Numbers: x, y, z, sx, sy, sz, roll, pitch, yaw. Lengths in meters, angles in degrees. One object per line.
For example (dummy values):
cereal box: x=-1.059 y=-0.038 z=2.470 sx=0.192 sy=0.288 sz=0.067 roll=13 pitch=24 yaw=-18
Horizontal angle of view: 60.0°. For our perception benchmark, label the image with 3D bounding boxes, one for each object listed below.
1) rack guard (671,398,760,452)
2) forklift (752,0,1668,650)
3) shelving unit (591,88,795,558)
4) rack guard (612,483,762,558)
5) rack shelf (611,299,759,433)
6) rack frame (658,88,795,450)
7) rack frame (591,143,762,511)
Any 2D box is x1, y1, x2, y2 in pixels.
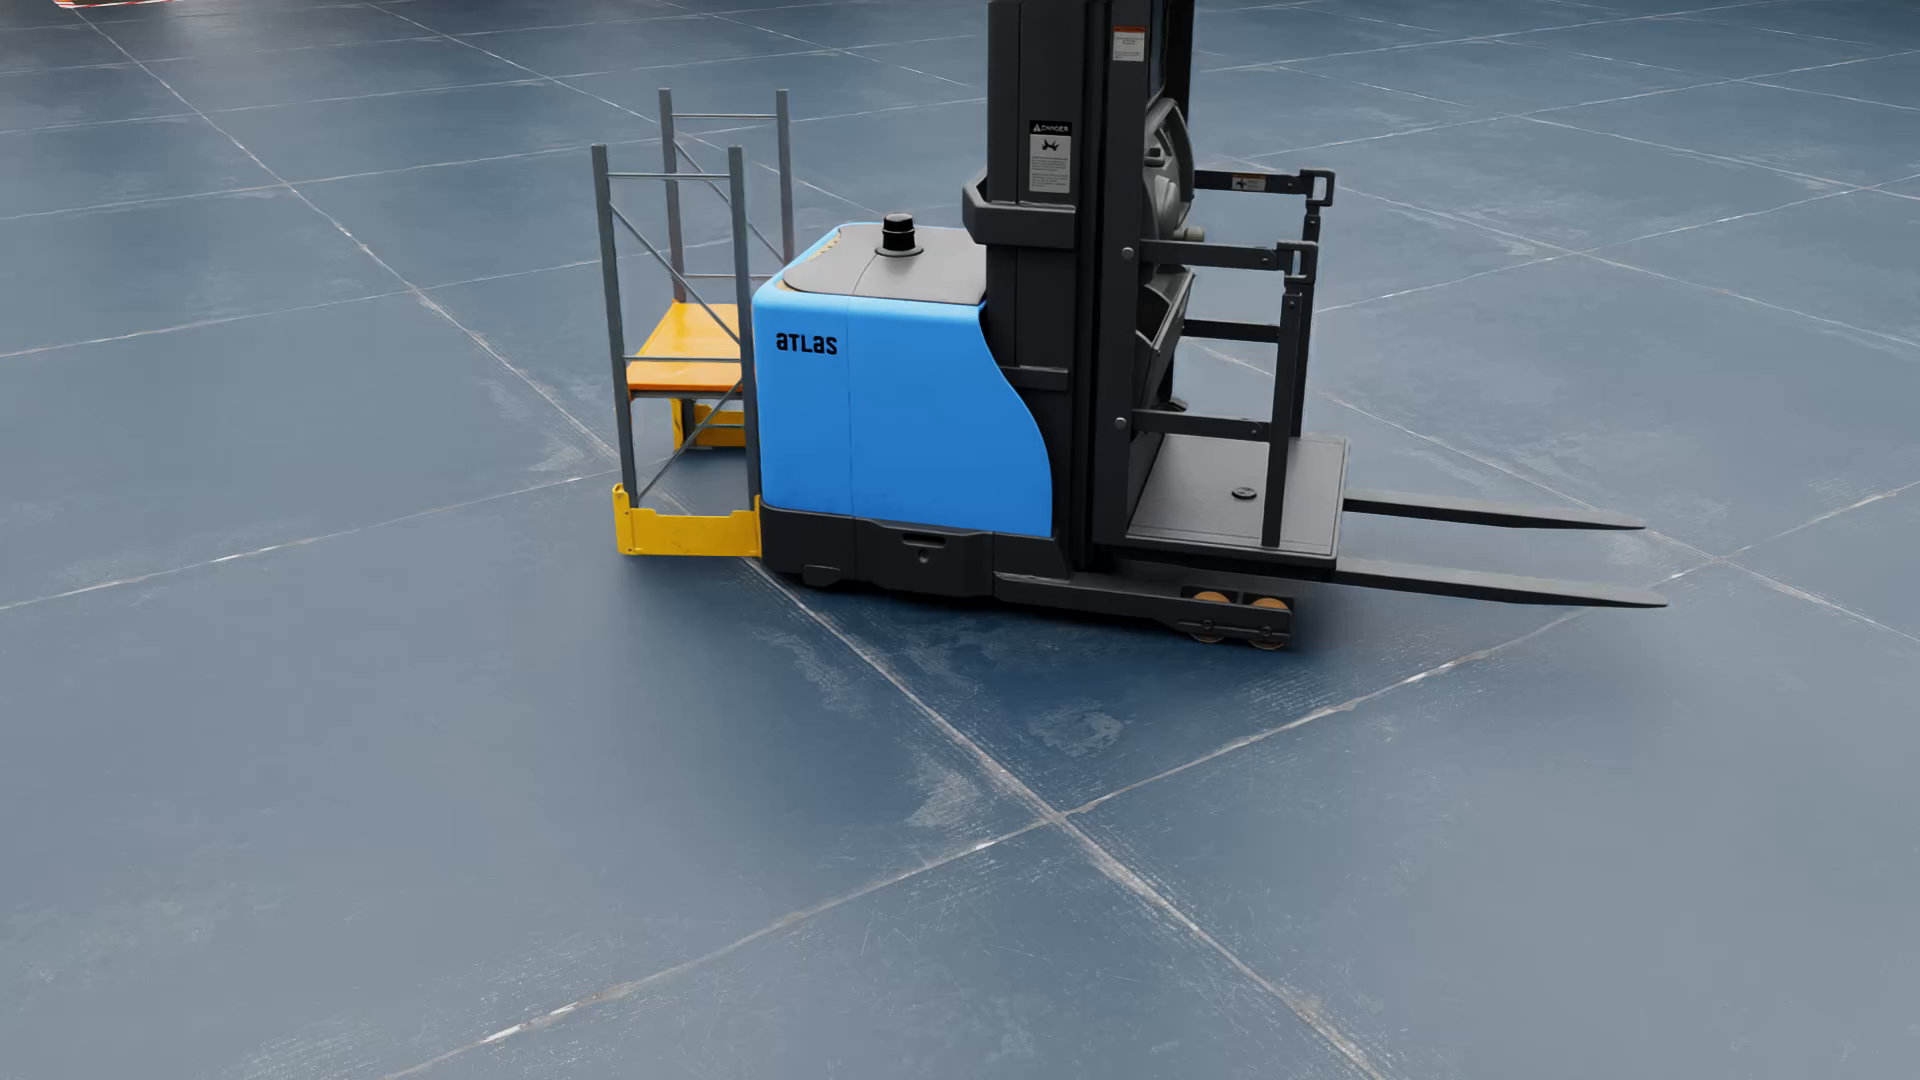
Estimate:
rack guard: x=-0.915 y=-0.497 z=7.009 sx=0.587 sy=0.250 sz=0.087 roll=1 pitch=25 yaw=3
forklift: x=0.868 y=-1.215 z=5.390 sx=3.031 sy=2.935 sz=1.130 roll=6 pitch=26 yaw=13
shelving unit: x=-0.943 y=-0.850 z=6.293 sx=0.587 sy=1.500 sz=1.083 roll=1 pitch=25 yaw=3
rack guard: x=-0.970 y=-0.072 z=6.110 sx=0.587 sy=0.250 sz=0.087 roll=1 pitch=25 yaw=3
rack shelf: x=-0.943 y=-0.683 z=6.361 sx=0.538 sy=0.185 sz=1.000 roll=1 pitch=25 yaw=3
rack frame: x=-0.915 y=-1.062 z=6.744 sx=0.500 sy=1.500 sz=0.032 roll=1 pitch=25 yaw=3
rack frame: x=-0.971 y=-0.629 z=5.826 sx=0.500 sy=1.500 sz=0.032 roll=1 pitch=25 yaw=3
